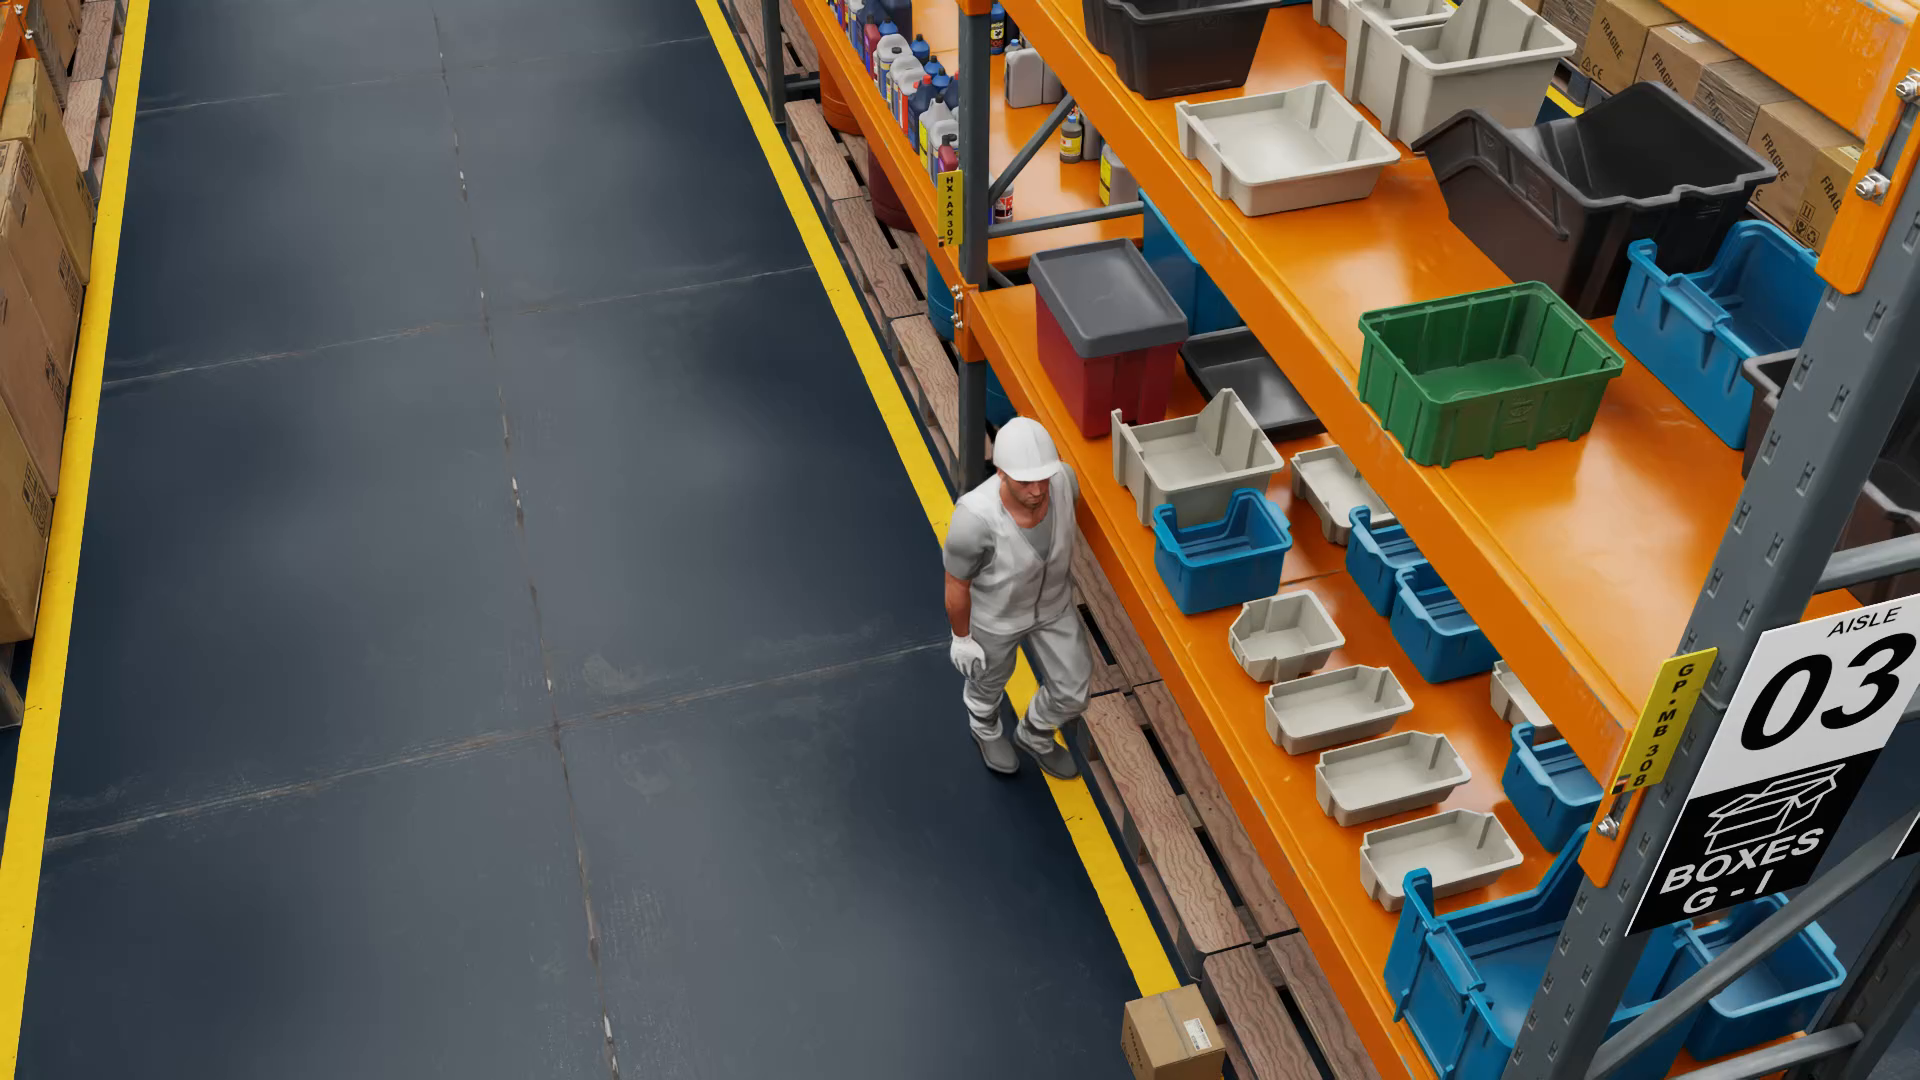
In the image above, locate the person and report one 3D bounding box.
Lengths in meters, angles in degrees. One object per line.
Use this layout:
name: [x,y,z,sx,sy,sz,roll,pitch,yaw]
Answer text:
person: [0.192,0.236,5.857,0.580,1.776,0.527,-19,45,-20]
